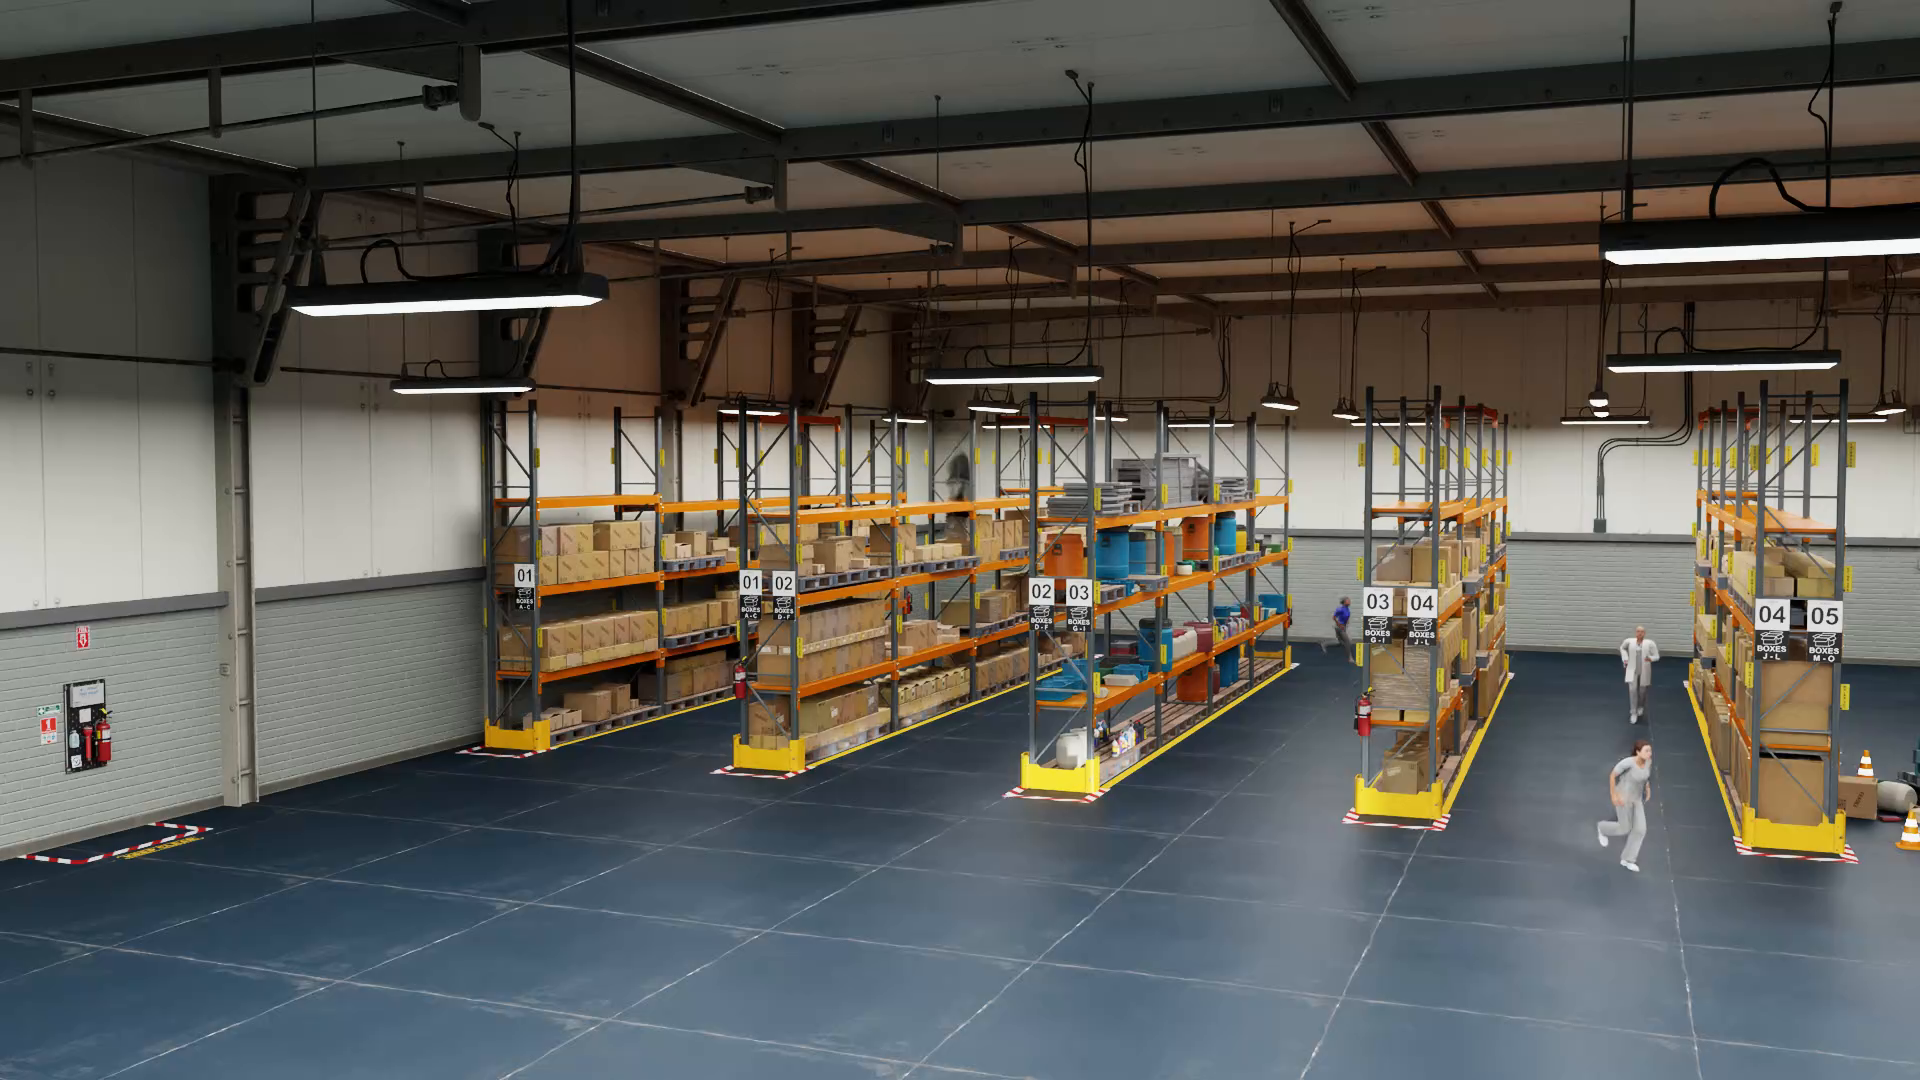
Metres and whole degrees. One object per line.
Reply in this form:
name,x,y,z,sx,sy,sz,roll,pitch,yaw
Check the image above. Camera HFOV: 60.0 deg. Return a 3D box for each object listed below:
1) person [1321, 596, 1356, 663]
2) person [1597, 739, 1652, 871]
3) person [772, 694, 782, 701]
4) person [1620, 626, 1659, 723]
person,9.313,2.201,40.915,0.938,1.652,0.575,2,3,33
person,8.180,3.215,20.466,0.561,1.613,0.812,-1,3,-25
person,-3.438,2.622,31.393,0.614,1.651,0.542,0,3,10
person,12.944,2.536,31.695,0.703,1.802,1.046,1,3,24
